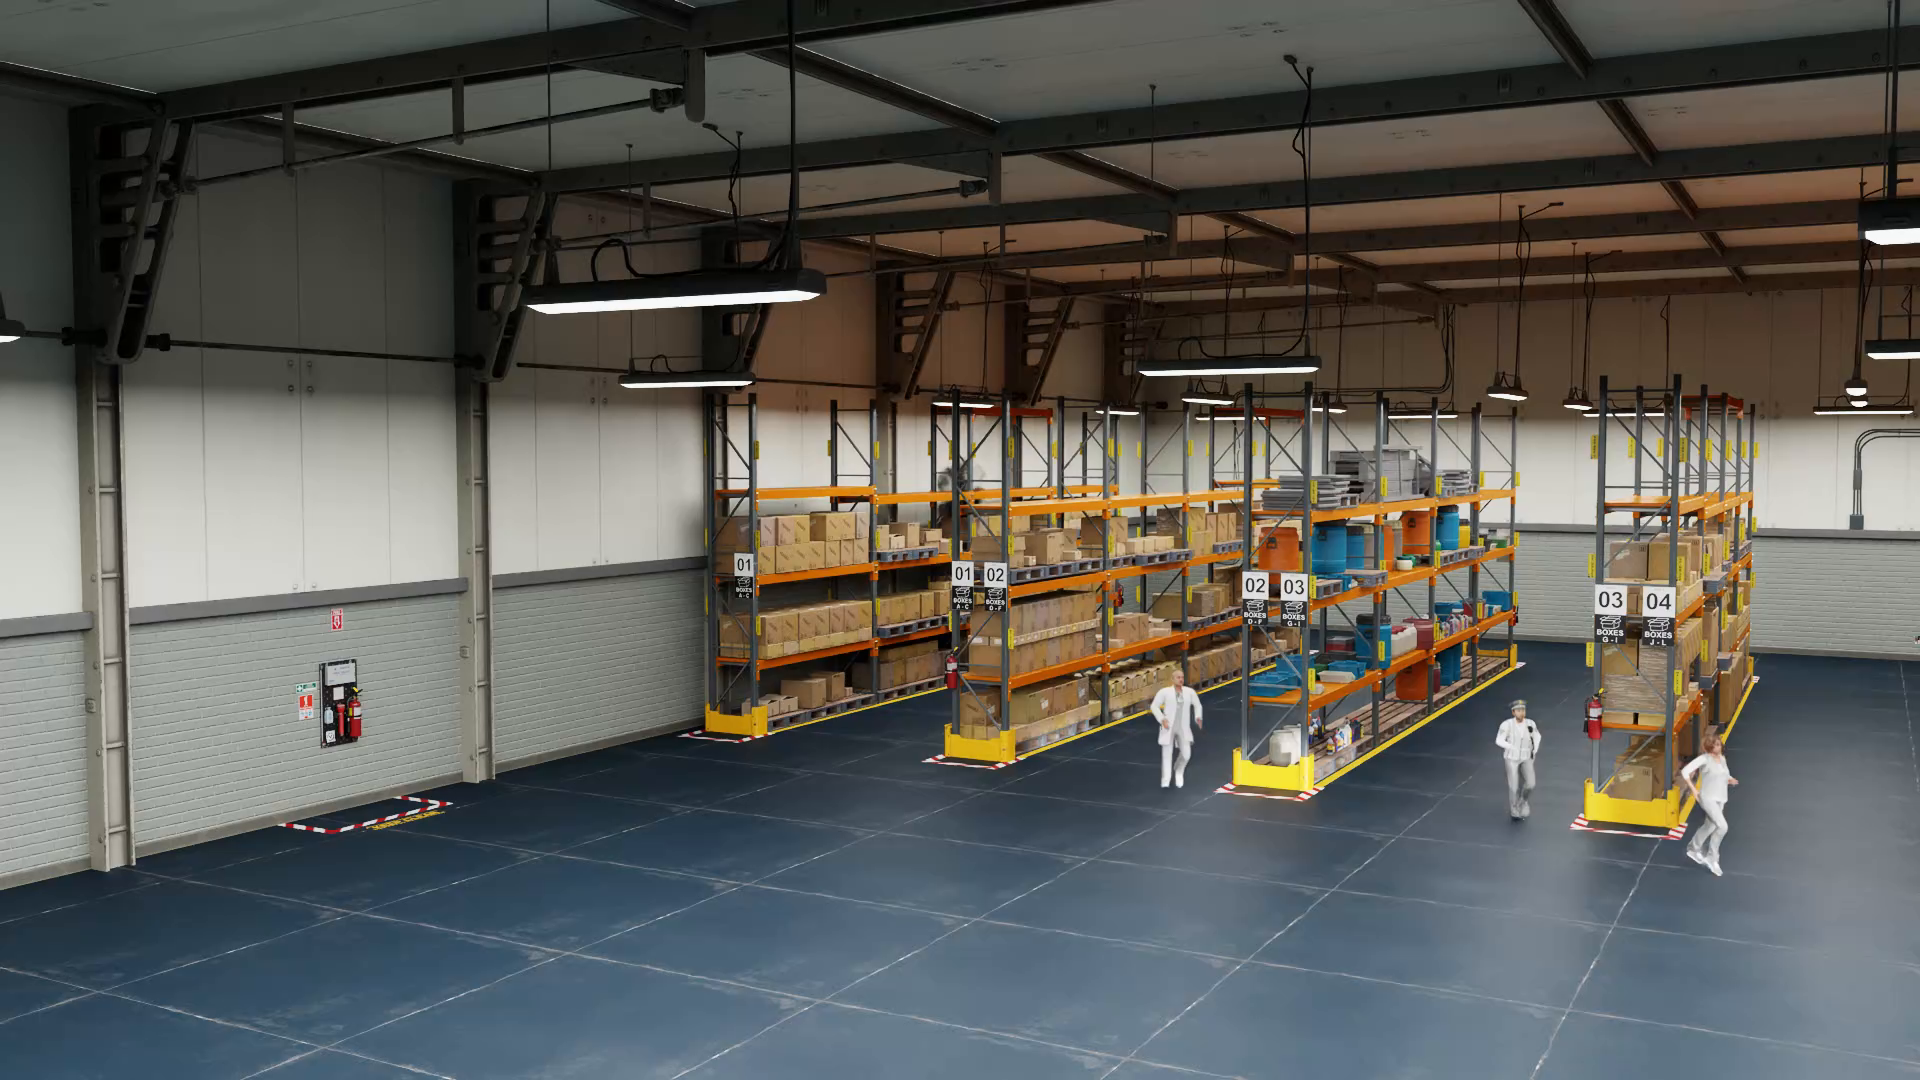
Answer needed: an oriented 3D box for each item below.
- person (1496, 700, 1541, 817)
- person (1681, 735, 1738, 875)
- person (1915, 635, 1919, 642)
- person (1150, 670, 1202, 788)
[{"bbox_3d":[7.544,2.955,22.402,0.619,1.631,0.624,0,3,7],"label":"person"},{"bbox_3d":[8.934,3.134,19.760,0.505,1.639,0.690,-2,4,-30],"label":"person"},{"bbox_3d":[20.481,2.252,34.935,0.663,1.720,0.731,0,3,-1],"label":"person"},{"bbox_3d":[3.208,2.801,24.583,0.778,1.738,0.538,0,3,-1],"label":"person"}]
